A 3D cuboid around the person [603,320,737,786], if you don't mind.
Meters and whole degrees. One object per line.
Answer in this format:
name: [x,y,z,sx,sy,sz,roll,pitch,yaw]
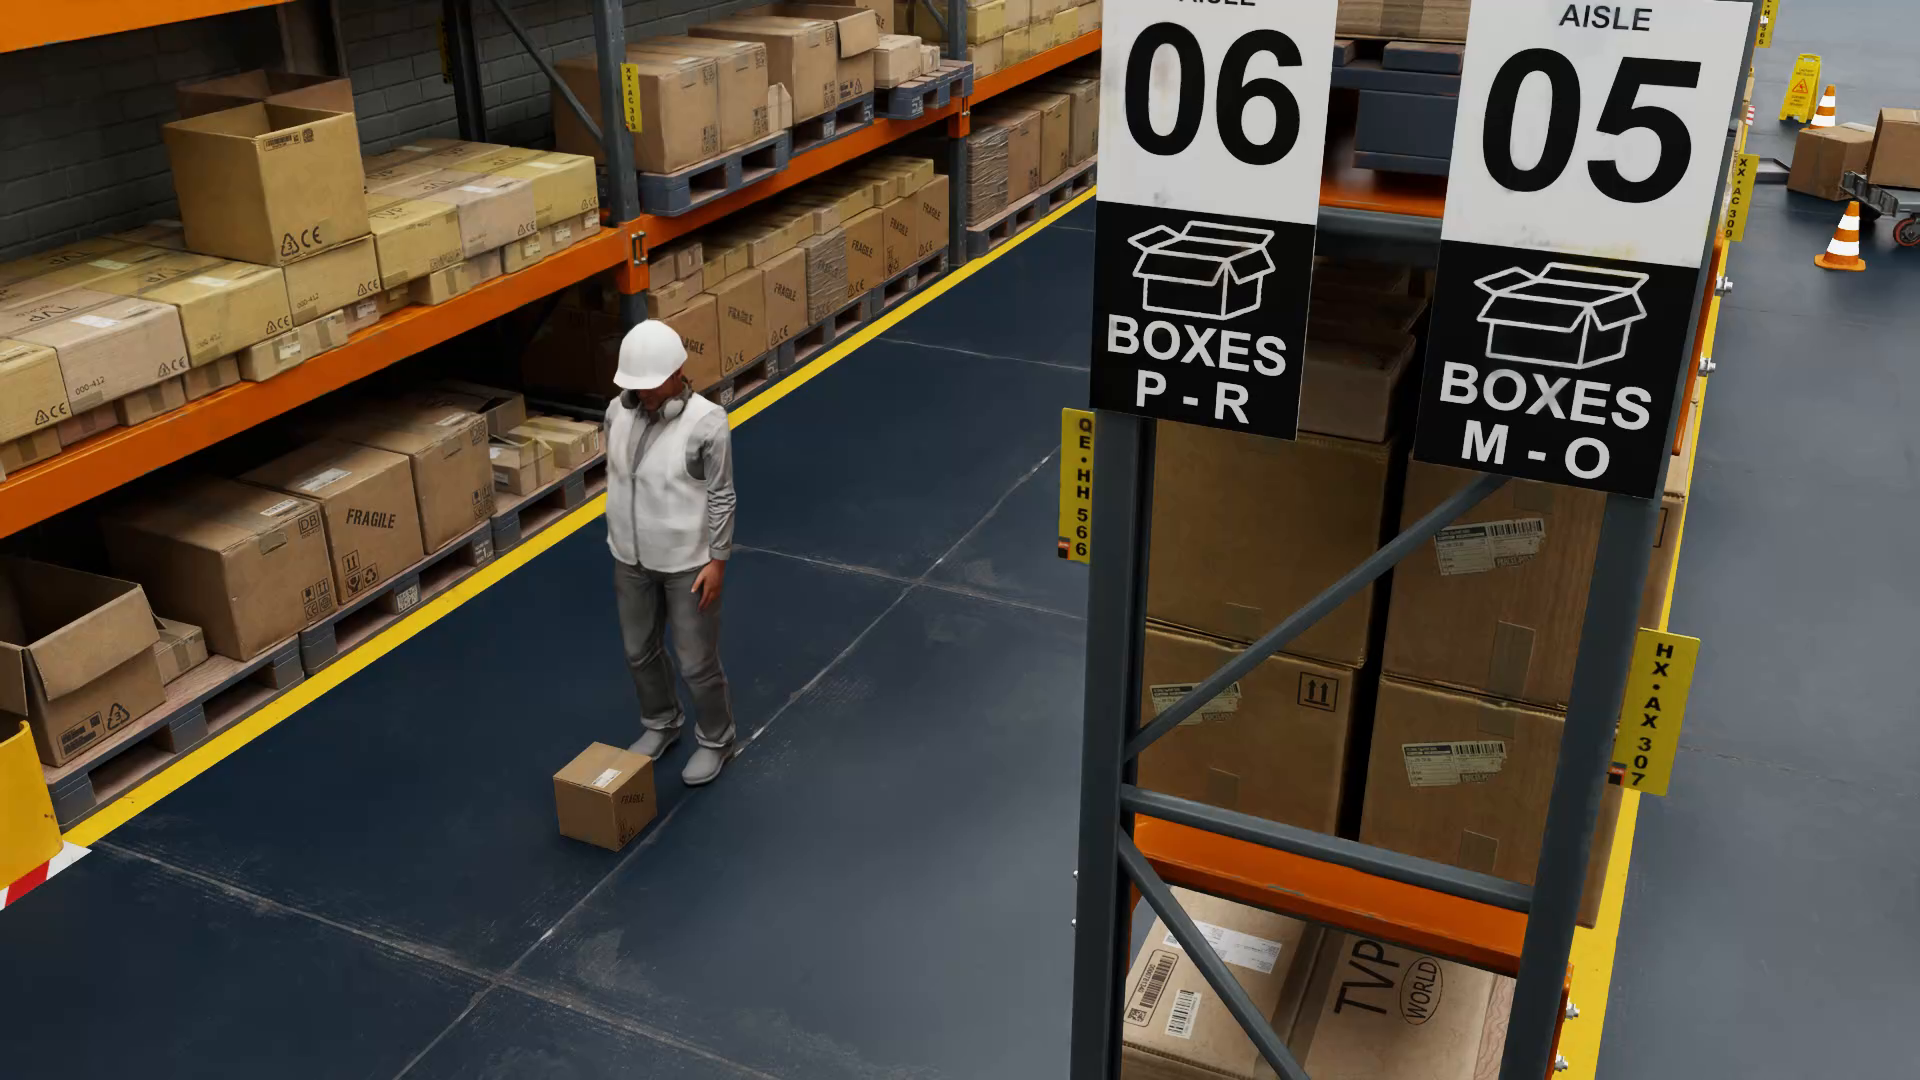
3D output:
person: [-1.039,0.049,6.000,0.535,1.762,0.363,12,28,23]
